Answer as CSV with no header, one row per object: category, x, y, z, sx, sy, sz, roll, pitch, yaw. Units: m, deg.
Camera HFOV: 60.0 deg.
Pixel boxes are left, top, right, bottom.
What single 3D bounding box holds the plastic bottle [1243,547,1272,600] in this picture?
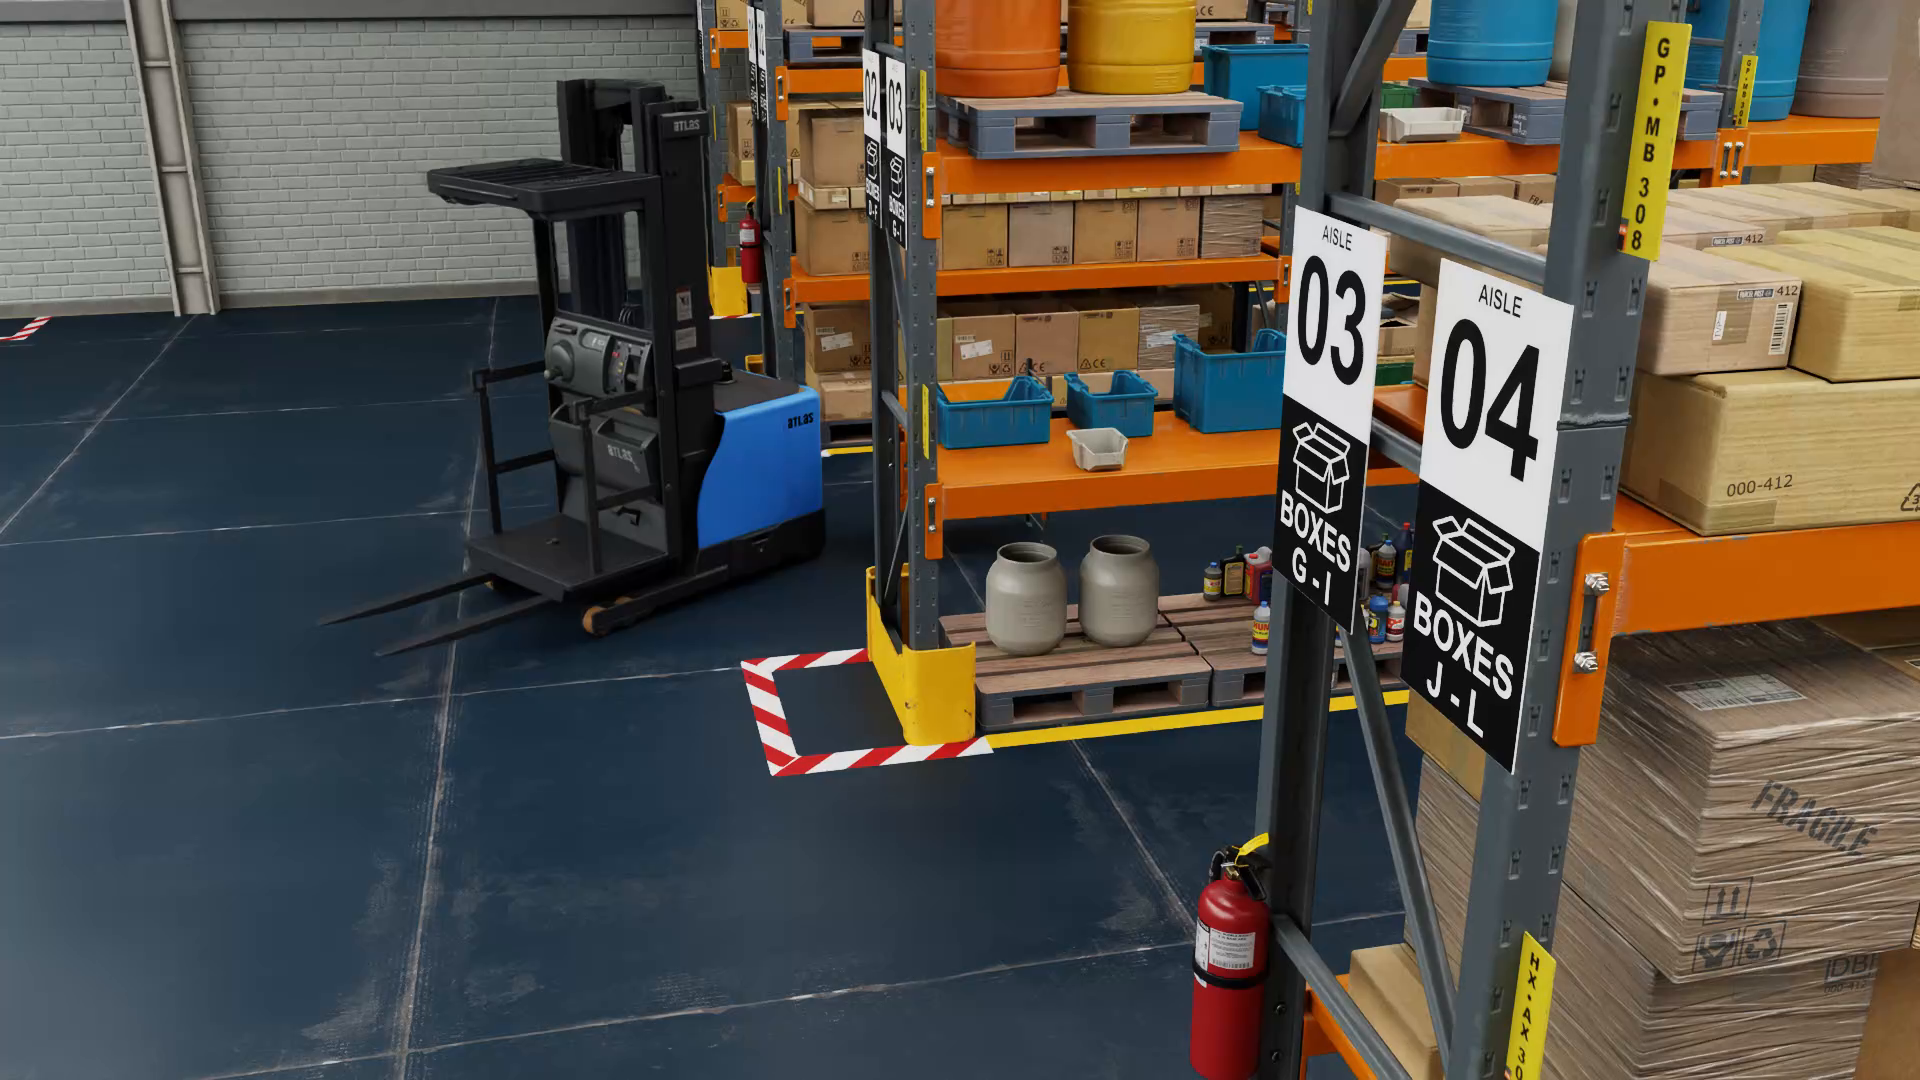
plastic bottle,1.661,0.180,9.282,0.135,0.276,0.152,-4,21,-12

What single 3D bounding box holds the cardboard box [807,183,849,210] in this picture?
cardboard box,-0.982,-2.558,12.348,0.250,0.149,0.380,-5,21,-13

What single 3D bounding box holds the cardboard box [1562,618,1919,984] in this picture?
cardboard box,1.460,0.460,3.165,0.500,0.500,0.500,-5,21,-12

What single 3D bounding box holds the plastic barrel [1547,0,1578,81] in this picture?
plastic barrel,3.151,-2.596,8.405,0.421,0.512,0.421,0,20,0

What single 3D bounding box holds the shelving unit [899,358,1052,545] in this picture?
shelving unit,0.007,-0.529,10.623,1.048,1.125,0.538,-5,21,-12

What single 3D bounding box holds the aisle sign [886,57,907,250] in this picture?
aisle sign,-0.280,-1.706,7.332,0.004,0.787,0.394,-5,21,-12

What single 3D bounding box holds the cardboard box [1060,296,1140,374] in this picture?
cardboard box,1.103,-1.636,13.216,0.500,0.500,0.500,-5,21,-12

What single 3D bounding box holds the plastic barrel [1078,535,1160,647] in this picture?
plastic barrel,0.833,0.265,8.738,0.421,0.512,0.421,0,20,0

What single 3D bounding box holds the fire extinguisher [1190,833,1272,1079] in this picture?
fire extinguisher,0.645,0.960,3.946,0.183,0.674,0.296,-5,21,-12

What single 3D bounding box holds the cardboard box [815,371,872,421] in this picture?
cardboard box,-0.841,-1.122,12.902,0.500,0.250,0.500,-5,21,-12

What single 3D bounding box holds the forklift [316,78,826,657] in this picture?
forklift,-2.211,-1.034,9.375,1.130,2.935,3.031,17,26,39

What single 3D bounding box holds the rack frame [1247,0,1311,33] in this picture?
rack frame,2.479,-5.381,12.421,0.127,3.000,1.000,-5,21,-12

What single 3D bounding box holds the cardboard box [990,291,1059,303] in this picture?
cardboard box,0.496,-1.771,13.585,0.500,0.500,0.500,-5,21,-12

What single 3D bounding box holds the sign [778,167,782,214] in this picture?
sign,-1.292,-2.505,11.918,0.005,0.325,0.100,-5,21,-12

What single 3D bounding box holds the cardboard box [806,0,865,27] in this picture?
cardboard box,-0.853,-4.011,12.079,0.637,0.503,0.797,-3,20,-9

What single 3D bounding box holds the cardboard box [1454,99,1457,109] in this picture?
cardboard box,5.760,-4.687,18.643,0.500,0.500,0.500,-4,21,-11

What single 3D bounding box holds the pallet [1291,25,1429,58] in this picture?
pallet,3.334,-3.957,13.173,1.217,0.209,0.805,-5,21,-15

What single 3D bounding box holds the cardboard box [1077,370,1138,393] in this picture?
cardboard box,1.106,-1.280,13.334,0.500,0.250,0.500,-5,21,-12

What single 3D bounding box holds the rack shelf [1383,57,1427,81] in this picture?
rack shelf,4.425,-3.793,13.493,4.000,0.370,1.077,-5,21,-12

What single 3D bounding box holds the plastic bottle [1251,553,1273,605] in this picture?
plastic bottle,1.686,0.212,9.183,0.133,0.283,0.061,-5,21,-12

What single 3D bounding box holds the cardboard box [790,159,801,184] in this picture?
cardboard box,-1.507,-3.823,17.078,0.500,0.250,0.500,-5,21,-14

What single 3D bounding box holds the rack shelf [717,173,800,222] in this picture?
rack shelf,-0.611,-3.726,17.671,4.000,0.370,1.077,-5,21,-12

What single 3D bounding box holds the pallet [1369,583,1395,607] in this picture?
pallet,2.952,0.443,9.299,1.213,0.211,1.003,-5,21,-12

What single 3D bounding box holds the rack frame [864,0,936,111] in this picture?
rack frame,-0.277,-3.406,7.030,0.127,3.000,1.000,-5,21,-12

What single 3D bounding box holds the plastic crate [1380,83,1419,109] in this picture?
plastic crate,2.017,-2.181,8.355,0.450,0.188,0.336,-5,21,-12

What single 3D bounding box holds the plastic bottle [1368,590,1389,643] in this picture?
plastic bottle,2.187,0.395,8.702,0.097,0.271,0.097,0,20,0

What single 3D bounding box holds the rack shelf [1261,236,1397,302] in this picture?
rack shelf,4.425,-2.385,14.009,4.000,0.370,1.077,-5,21,-12

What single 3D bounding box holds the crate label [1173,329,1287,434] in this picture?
crate label,1.451,-0.842,8.701,0.616,0.435,0.502,-5,21,-12

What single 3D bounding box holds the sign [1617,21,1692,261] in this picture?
sign,0.987,-0.568,2.374,0.005,0.325,0.100,-5,21,-12

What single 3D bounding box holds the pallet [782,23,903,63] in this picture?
pallet,-0.720,-3.662,12.217,1.213,0.211,1.003,-5,21,-12

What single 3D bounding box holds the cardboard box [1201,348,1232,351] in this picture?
cardboard box,1.958,-1.535,14.031,0.500,0.250,0.500,-5,21,-12

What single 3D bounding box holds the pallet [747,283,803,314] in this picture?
pallet,-1.684,-2.654,17.754,1.213,0.211,1.003,-5,21,-12

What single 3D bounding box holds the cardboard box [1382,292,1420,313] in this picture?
cardboard box,3.798,-1.943,14.331,0.500,0.311,0.500,-5,21,-13

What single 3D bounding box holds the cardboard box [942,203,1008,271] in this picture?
cardboard box,0.038,-2.408,12.881,0.500,0.500,0.700,-5,21,-12

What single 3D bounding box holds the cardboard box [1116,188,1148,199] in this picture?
cardboard box,1.273,-2.742,12.852,0.250,0.149,0.380,-5,21,-13

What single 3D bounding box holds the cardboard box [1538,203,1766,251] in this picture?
cardboard box,1.341,-0.564,3.271,0.250,0.149,0.380,-5,21,-14

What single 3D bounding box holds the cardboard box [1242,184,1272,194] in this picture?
cardboard box,2.264,-2.822,13.070,0.250,0.149,0.380,-5,21,-13

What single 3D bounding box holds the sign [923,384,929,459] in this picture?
sign,-0.155,-0.535,7.511,0.005,0.325,0.100,-5,21,-12

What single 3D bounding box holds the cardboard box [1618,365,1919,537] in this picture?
cardboard box,1.391,-0.221,2.914,0.500,0.250,0.500,-4,21,-11

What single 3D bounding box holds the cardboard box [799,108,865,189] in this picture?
cardboard box,-0.905,-2.940,12.449,0.500,0.500,0.700,-5,21,-12

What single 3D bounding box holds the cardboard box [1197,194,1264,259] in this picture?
cardboard box,2.049,-2.574,13.334,0.500,0.500,0.700,-5,21,-14

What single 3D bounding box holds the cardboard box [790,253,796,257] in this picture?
cardboard box,-1.863,-2.874,17.569,0.500,0.311,0.500,-7,21,-19

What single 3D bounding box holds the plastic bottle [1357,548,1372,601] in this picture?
plastic bottle,2.195,0.188,9.261,0.135,0.276,0.152,-5,21,-12

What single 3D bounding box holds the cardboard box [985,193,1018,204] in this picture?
cardboard box,0.271,-2.661,12.628,0.250,0.149,0.380,-5,21,-13

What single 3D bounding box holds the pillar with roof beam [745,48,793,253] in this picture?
pillar with roof beam,-1.084,-5.626,13.091,0.400,9.000,9.100,-5,21,-12

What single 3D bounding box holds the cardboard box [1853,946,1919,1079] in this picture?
cardboard box,1.863,0.768,3.779,0.500,0.500,0.875,-5,21,-12

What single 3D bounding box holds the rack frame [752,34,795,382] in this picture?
rack frame,-1.414,-2.247,12.589,0.127,3.000,1.000,-5,21,-12

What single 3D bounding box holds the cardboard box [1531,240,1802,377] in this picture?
cardboard box,1.183,-0.401,2.825,0.250,0.149,0.380,-5,21,-13

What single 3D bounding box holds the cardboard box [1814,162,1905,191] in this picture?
cardboard box,7.893,-3.221,14.490,0.500,0.500,0.700,-1,20,-2

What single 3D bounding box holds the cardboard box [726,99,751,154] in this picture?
cardboard box,-2.147,-4.305,17.304,0.500,0.500,0.500,-5,21,-13

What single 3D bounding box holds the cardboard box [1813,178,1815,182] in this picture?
cardboard box,10.454,-4.326,20.345,0.250,0.149,0.380,-5,21,-14

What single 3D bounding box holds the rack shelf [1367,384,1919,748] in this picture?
rack shelf,2.809,-0.160,3.576,4.000,0.370,1.077,-5,21,-12

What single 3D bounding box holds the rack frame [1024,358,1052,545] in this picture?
rack frame,0.501,-0.569,10.732,0.032,1.125,0.500,-5,21,-12
